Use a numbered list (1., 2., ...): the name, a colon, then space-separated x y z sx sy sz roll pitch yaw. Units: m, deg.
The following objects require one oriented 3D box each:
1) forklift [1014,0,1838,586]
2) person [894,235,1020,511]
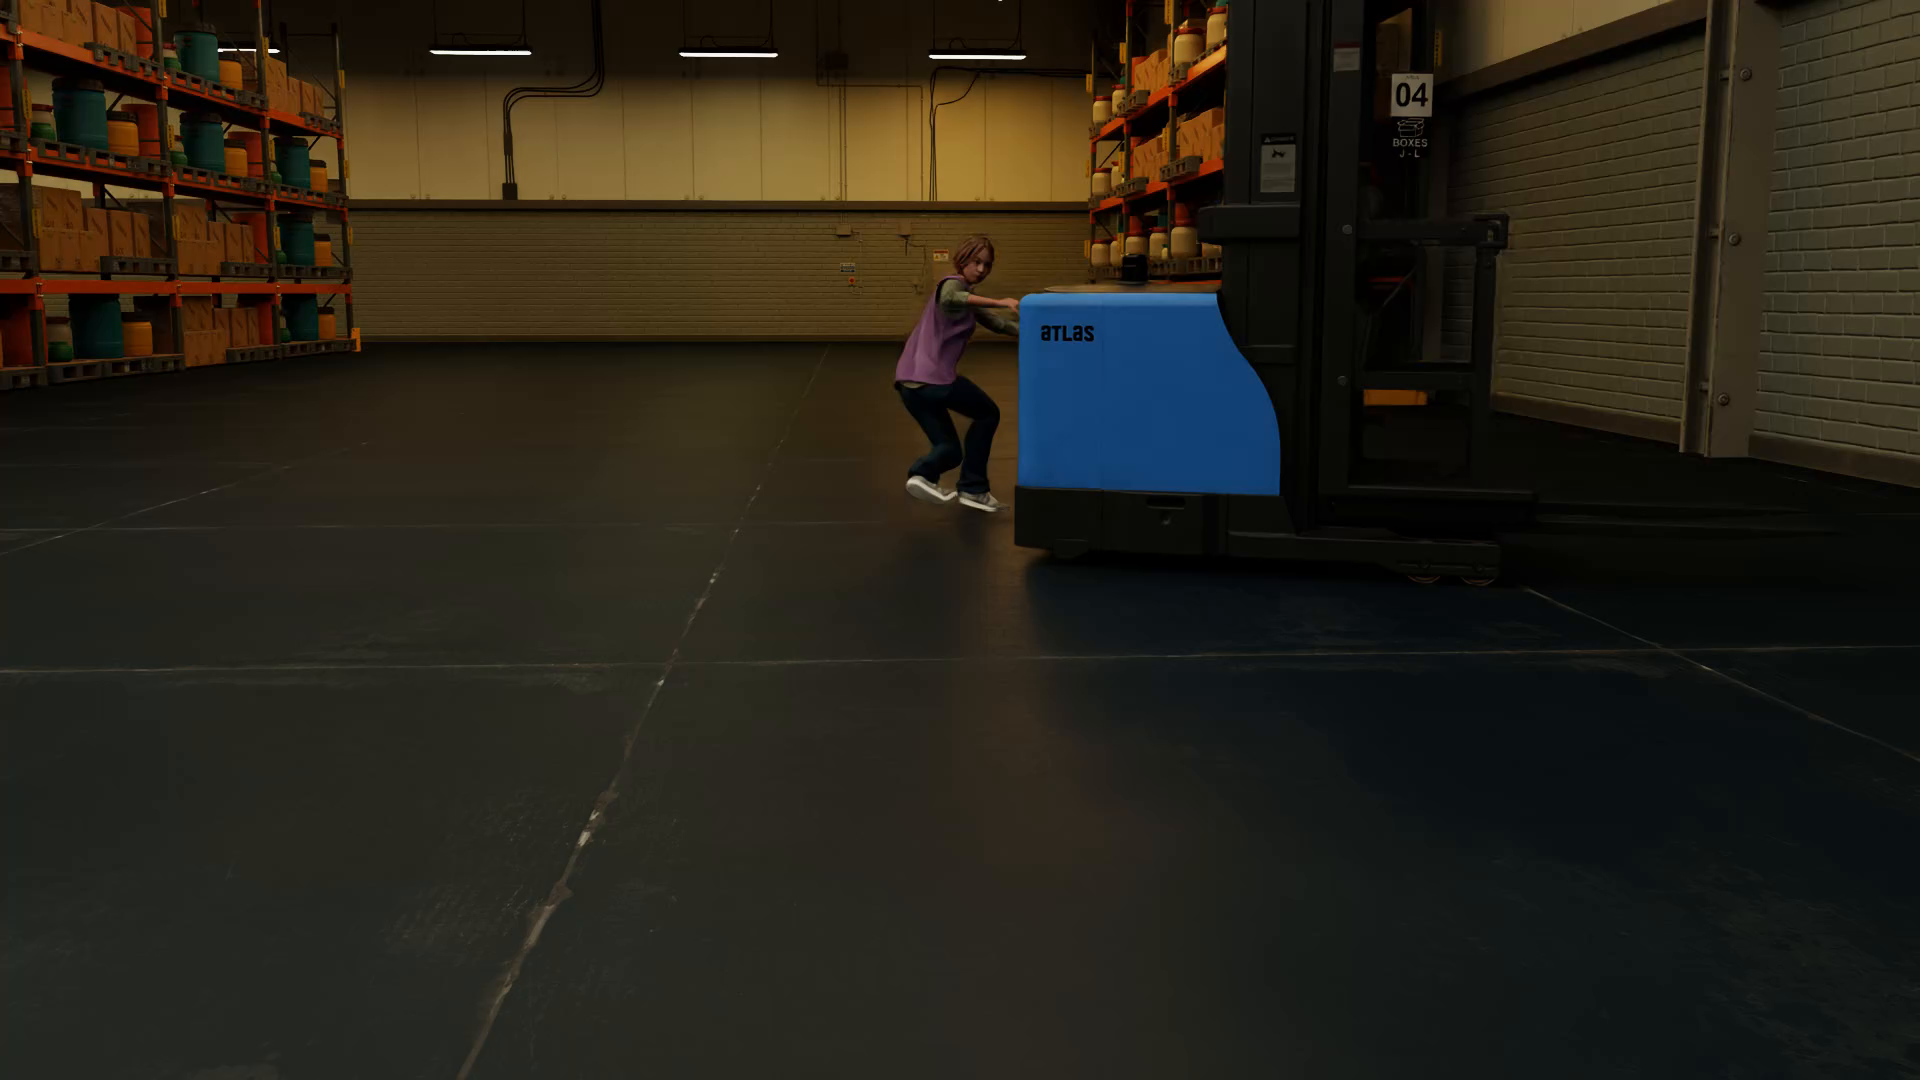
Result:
1. forklift: 1.794 -1.365 6.523 3.031 2.935 1.130 2 9 16
2. person: 0.143 -0.778 8.030 1.037 1.374 0.727 -5 10 -30
